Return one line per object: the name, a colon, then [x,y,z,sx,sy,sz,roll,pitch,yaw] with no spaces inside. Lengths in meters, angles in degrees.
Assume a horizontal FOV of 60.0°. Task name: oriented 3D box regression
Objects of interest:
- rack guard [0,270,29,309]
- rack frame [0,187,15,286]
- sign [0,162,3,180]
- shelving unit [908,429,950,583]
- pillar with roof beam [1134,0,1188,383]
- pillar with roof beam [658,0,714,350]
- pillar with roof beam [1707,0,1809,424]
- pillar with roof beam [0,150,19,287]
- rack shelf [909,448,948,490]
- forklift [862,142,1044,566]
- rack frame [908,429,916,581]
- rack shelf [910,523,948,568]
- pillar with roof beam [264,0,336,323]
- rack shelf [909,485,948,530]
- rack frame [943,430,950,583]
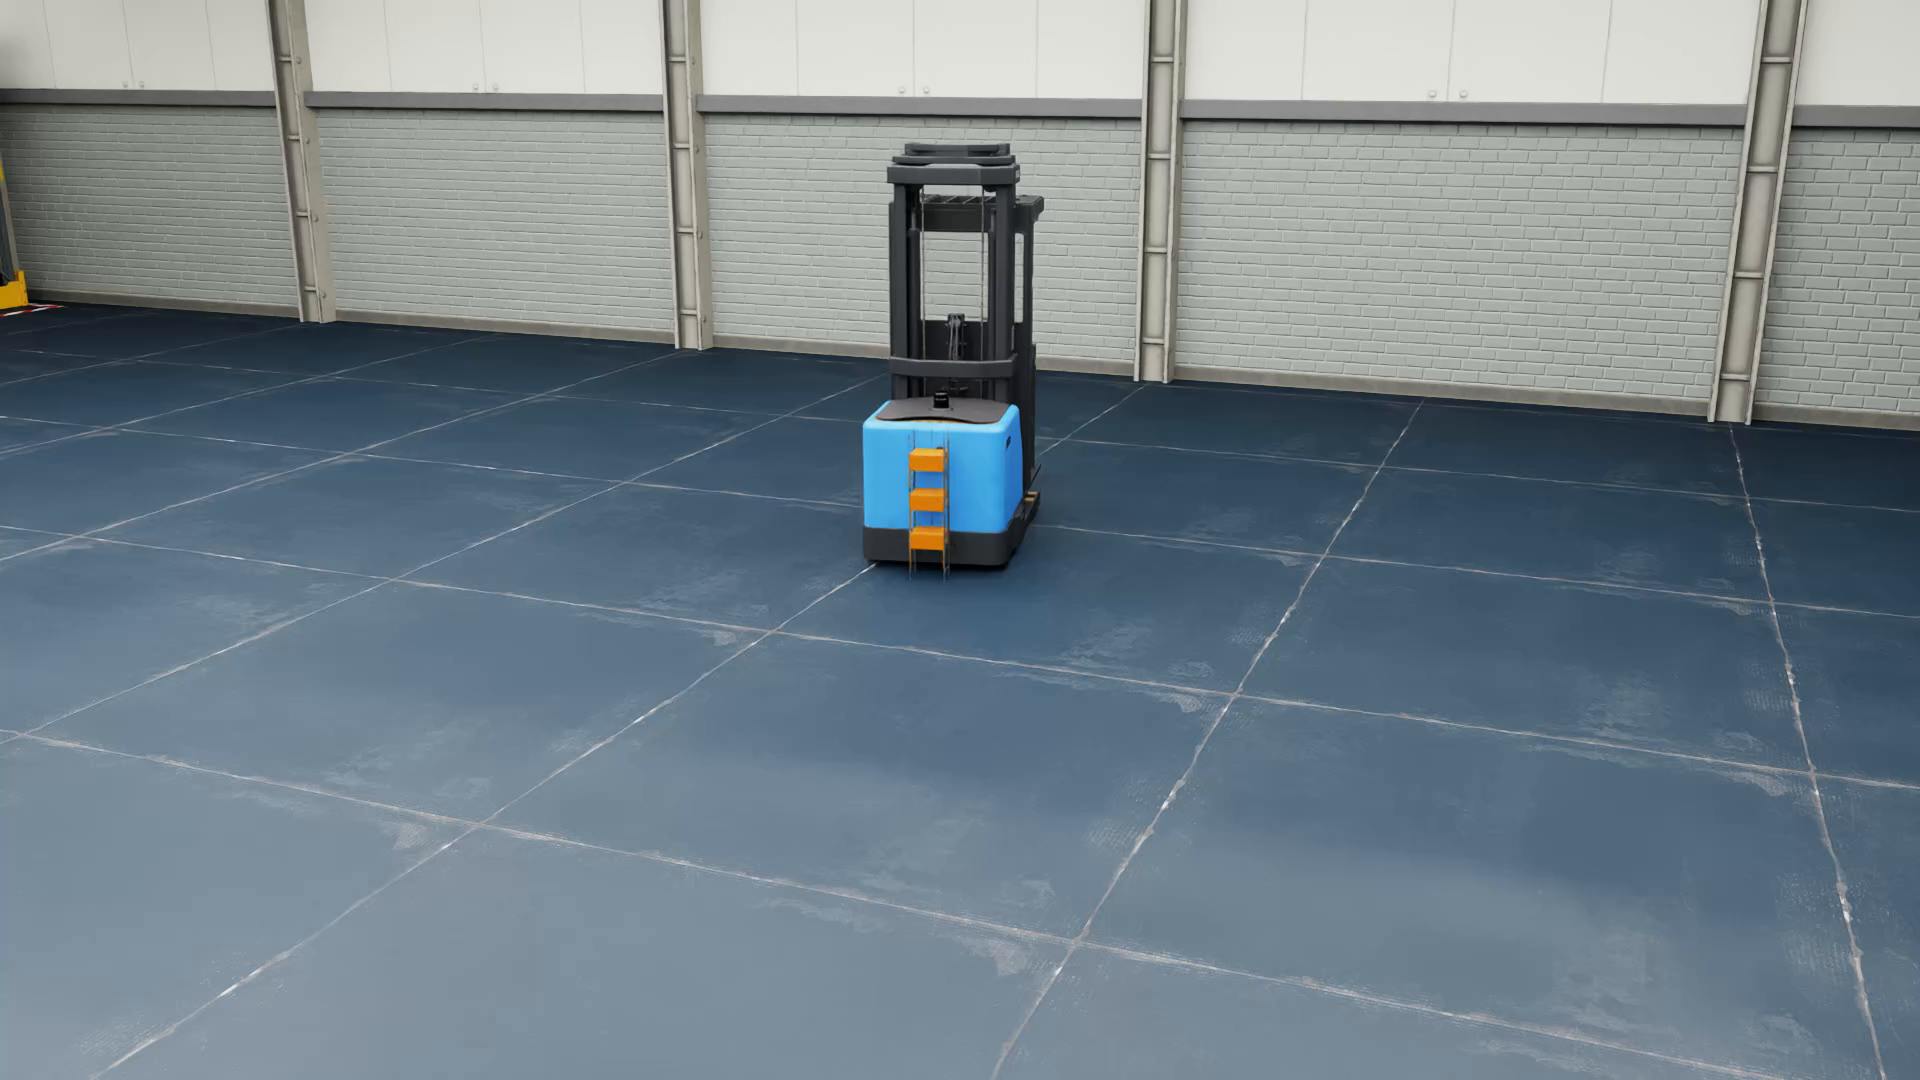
rack guard: [-14.190,-3.605,24.193,0.348,0.500,1.175,6,17,21]
rack frame: [-14.212,-4.807,23.853,0.127,3.000,1.000,6,17,21]
sign: [-14.003,-5.405,24.215,0.005,0.325,0.100,6,17,21]
shelving unit: [-0.215,-0.239,11.612,0.252,1.050,0.215,3,16,9]
pillar with roof beam: [0.636,-5.036,13.879,0.400,9.000,9.100,6,17,21]
pillar with roof beam: [-4.946,-5.649,15.993,0.400,9.000,9.100,6,17,21]
pillar with roof beam: [6.217,-4.422,11.765,0.400,9.000,9.100,6,17,21]
pillar with roof beam: [-16.109,-6.877,20.221,0.400,9.000,9.100,6,17,21]
rack shelf: [-0.215,-0.501,11.536,0.240,0.259,0.215,3,16,9]
forklift: [0.049,-1.593,12.903,1.130,2.935,3.031,3,16,9]
rack frame: [-0.335,-0.244,11.631,0.008,1.050,0.200,3,16,9]
rack shelf: [-0.215,0.038,11.693,0.240,0.259,0.215,3,16,9]
pillar with roof beam: [-10.527,-6.263,18.107,0.400,9.000,9.100,6,17,21]
rack shelf: [-0.215,-0.228,11.615,0.240,0.259,0.215,3,16,9]
rack frame: [-0.095,-0.233,11.593,0.008,1.050,0.200,3,16,9]
